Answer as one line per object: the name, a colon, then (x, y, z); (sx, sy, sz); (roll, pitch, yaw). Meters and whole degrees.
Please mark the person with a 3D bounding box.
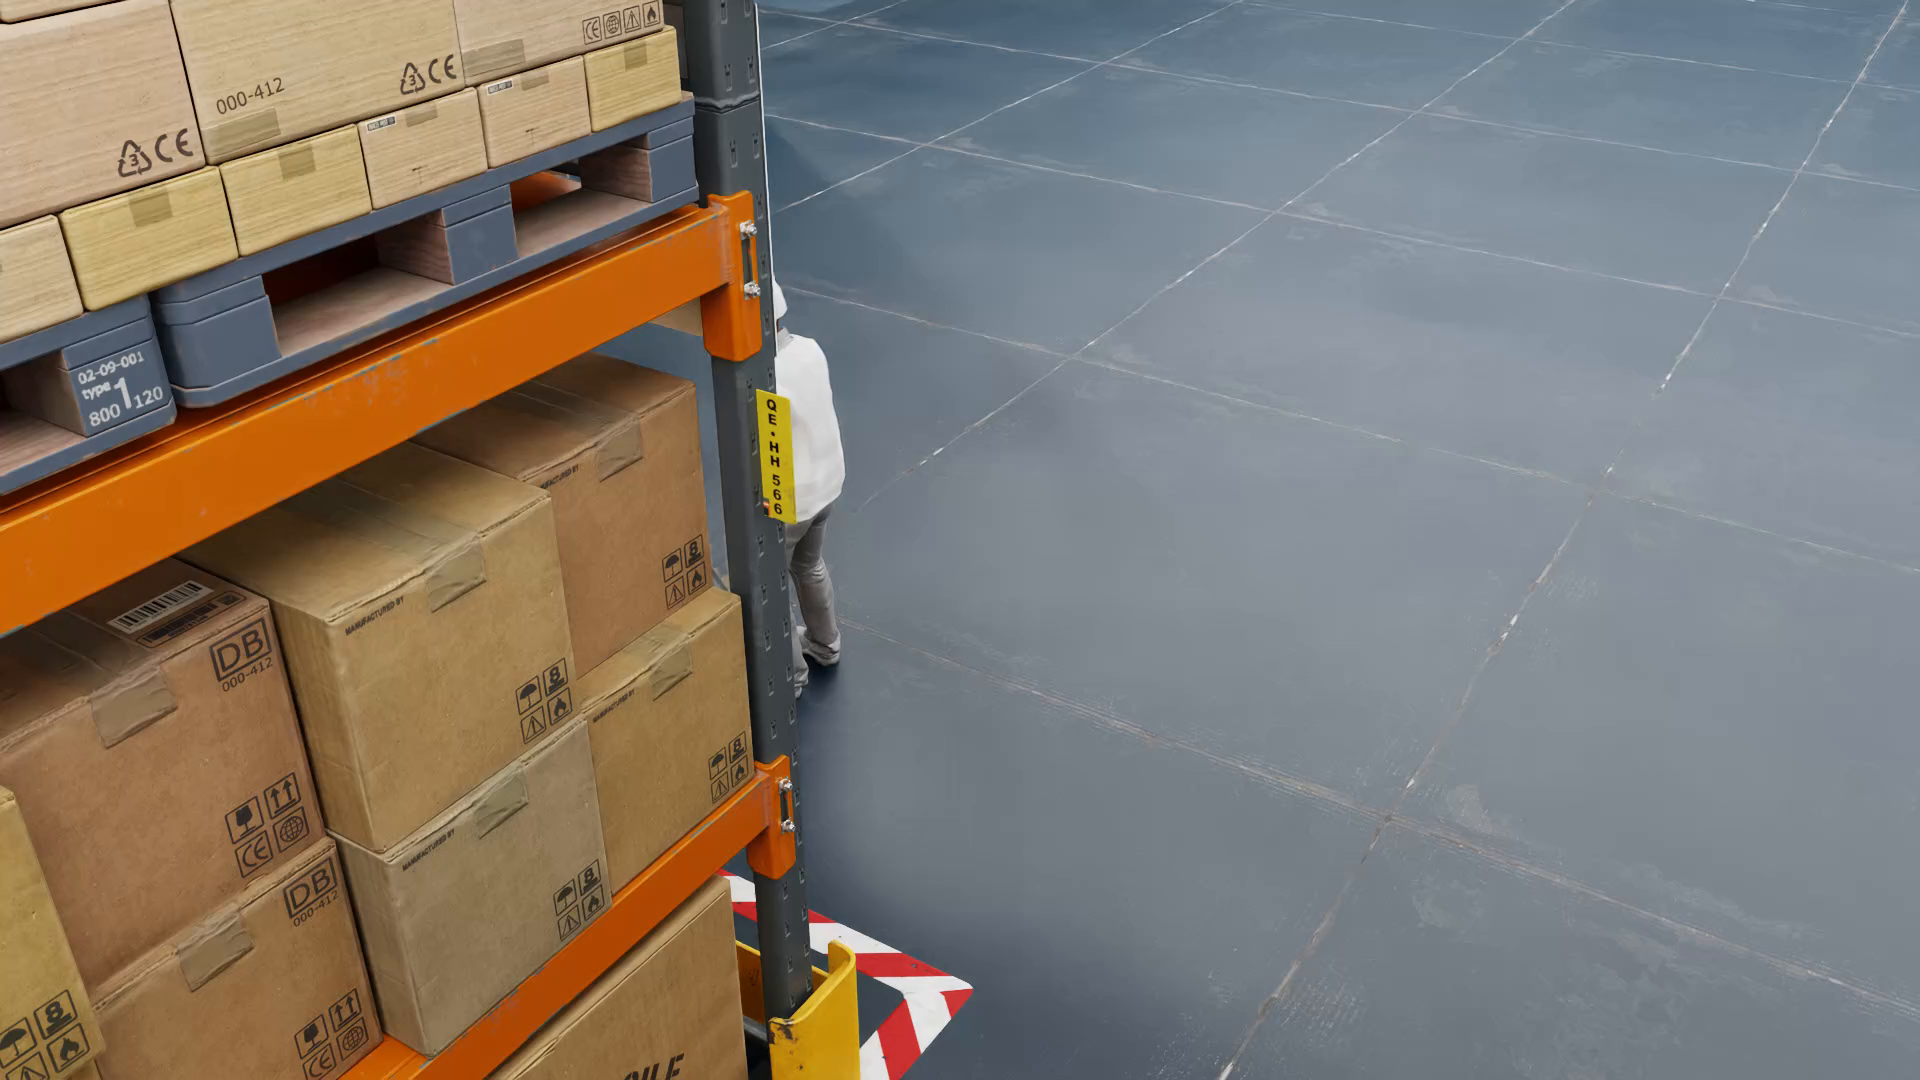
person: (-0.693, -0.196, 6.442); (0.465, 1.769, 0.581); (16, 34, 25)
